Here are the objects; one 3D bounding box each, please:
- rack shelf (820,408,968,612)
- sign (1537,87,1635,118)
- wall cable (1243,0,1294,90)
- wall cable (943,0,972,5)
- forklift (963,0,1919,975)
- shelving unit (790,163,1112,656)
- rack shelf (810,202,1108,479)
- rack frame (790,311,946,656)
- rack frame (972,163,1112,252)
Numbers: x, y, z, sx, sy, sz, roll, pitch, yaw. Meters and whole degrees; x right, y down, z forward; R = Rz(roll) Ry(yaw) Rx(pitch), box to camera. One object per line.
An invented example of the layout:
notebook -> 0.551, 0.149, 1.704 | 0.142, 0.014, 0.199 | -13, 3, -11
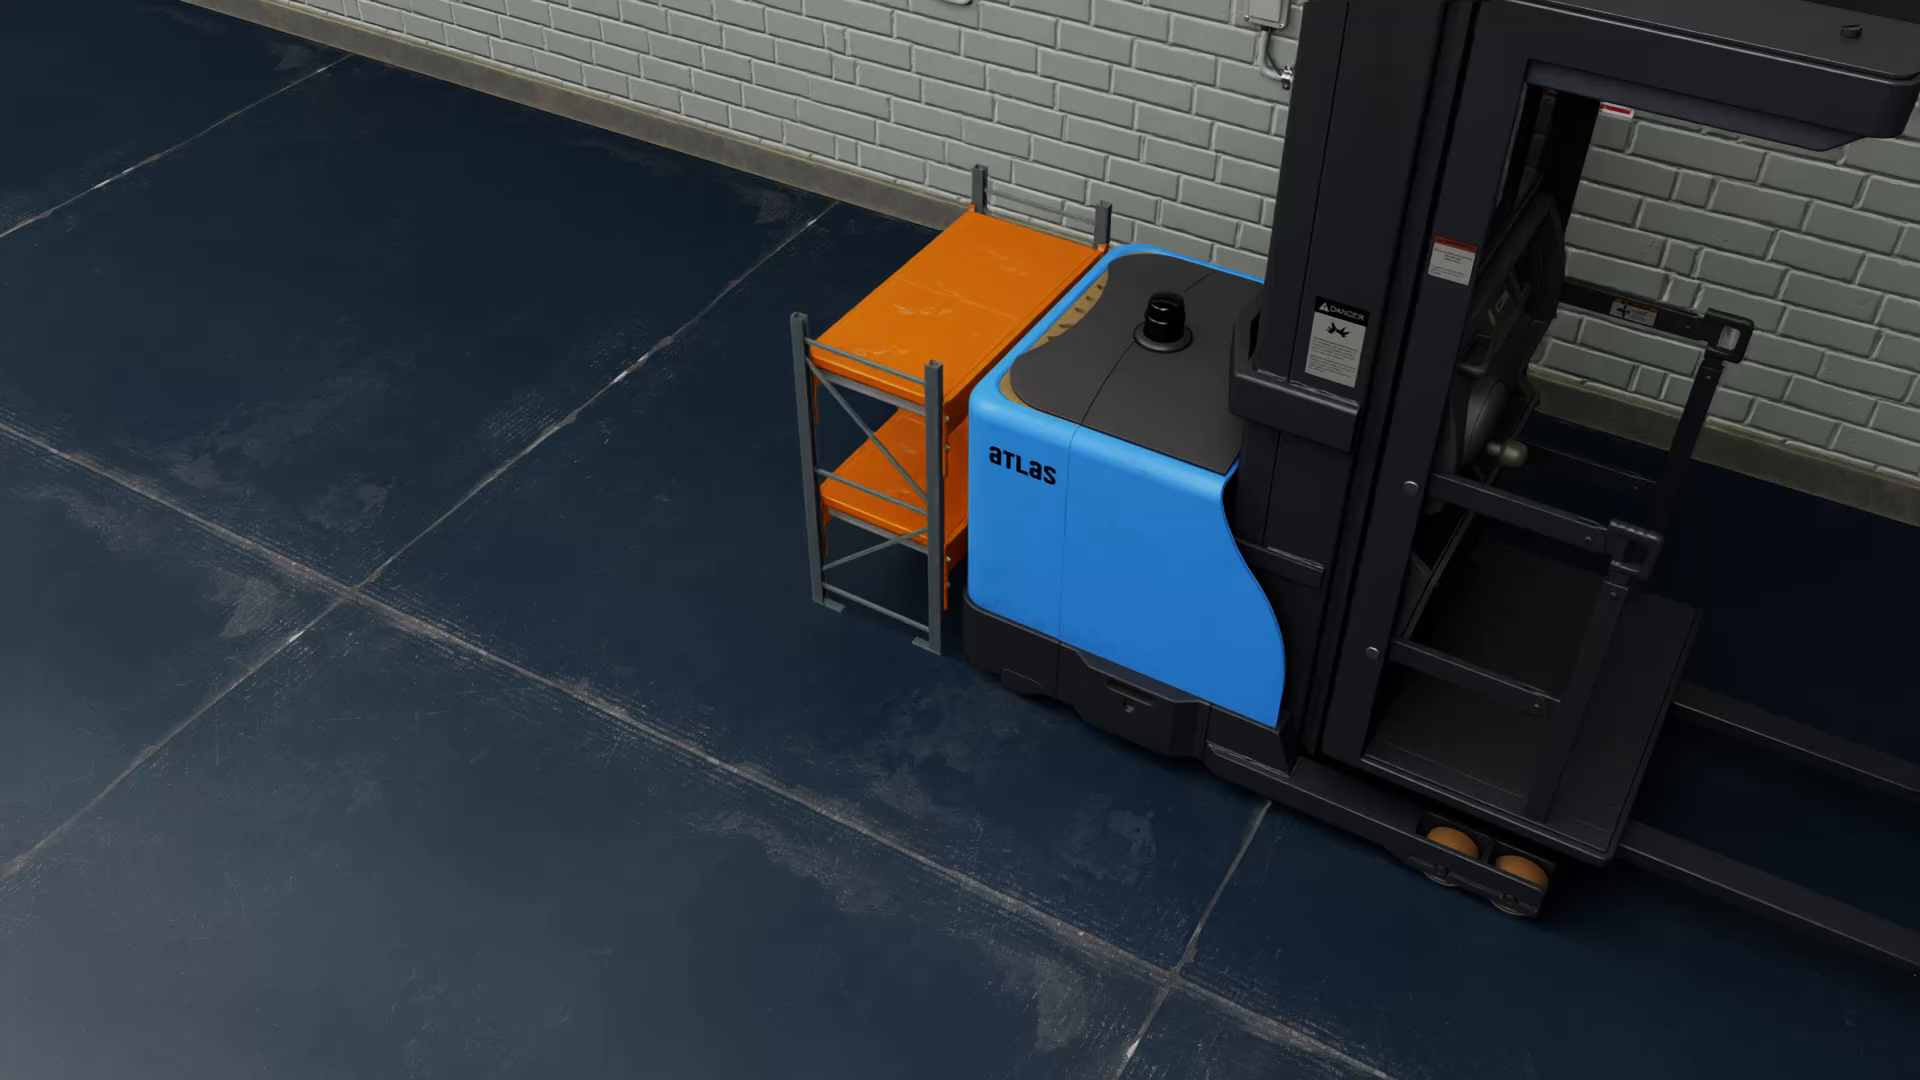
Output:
rack shelf -> -0.004, -0.248, 5.550 | 0.538, 0.278, 1.000 | 22, 46, 23
sign -> 2.087, -1.637, 5.411 | 0.329, 0.494, 0.001 | 21, 45, 22
wall cable -> 1.044, -2.414, 5.453 | 0.588, 1.984, 0.122 | 21, 45, 22
wall cable -> -0.190, -2.889, 5.968 | 0.585, 1.953, 0.123 | 21, 45, 22
forklift -> 1.539, -0.474, 4.070 | 3.031, 2.935, 1.130 | 21, 46, 23
shelving unit -> -0.004, -0.431, 5.389 | 0.538, 1.125, 1.048 | 22, 46, 23
rack shelf -> -0.004, -0.651, 5.195 | 0.538, 0.278, 1.000 | 22, 46, 23
rack frame -> -0.268, -0.144, 5.063 | 0.500, 1.125, 0.032 | 22, 46, 23
rack frame -> 0.260, -0.719, 5.715 | 0.500, 1.125, 0.032 | 22, 46, 23
